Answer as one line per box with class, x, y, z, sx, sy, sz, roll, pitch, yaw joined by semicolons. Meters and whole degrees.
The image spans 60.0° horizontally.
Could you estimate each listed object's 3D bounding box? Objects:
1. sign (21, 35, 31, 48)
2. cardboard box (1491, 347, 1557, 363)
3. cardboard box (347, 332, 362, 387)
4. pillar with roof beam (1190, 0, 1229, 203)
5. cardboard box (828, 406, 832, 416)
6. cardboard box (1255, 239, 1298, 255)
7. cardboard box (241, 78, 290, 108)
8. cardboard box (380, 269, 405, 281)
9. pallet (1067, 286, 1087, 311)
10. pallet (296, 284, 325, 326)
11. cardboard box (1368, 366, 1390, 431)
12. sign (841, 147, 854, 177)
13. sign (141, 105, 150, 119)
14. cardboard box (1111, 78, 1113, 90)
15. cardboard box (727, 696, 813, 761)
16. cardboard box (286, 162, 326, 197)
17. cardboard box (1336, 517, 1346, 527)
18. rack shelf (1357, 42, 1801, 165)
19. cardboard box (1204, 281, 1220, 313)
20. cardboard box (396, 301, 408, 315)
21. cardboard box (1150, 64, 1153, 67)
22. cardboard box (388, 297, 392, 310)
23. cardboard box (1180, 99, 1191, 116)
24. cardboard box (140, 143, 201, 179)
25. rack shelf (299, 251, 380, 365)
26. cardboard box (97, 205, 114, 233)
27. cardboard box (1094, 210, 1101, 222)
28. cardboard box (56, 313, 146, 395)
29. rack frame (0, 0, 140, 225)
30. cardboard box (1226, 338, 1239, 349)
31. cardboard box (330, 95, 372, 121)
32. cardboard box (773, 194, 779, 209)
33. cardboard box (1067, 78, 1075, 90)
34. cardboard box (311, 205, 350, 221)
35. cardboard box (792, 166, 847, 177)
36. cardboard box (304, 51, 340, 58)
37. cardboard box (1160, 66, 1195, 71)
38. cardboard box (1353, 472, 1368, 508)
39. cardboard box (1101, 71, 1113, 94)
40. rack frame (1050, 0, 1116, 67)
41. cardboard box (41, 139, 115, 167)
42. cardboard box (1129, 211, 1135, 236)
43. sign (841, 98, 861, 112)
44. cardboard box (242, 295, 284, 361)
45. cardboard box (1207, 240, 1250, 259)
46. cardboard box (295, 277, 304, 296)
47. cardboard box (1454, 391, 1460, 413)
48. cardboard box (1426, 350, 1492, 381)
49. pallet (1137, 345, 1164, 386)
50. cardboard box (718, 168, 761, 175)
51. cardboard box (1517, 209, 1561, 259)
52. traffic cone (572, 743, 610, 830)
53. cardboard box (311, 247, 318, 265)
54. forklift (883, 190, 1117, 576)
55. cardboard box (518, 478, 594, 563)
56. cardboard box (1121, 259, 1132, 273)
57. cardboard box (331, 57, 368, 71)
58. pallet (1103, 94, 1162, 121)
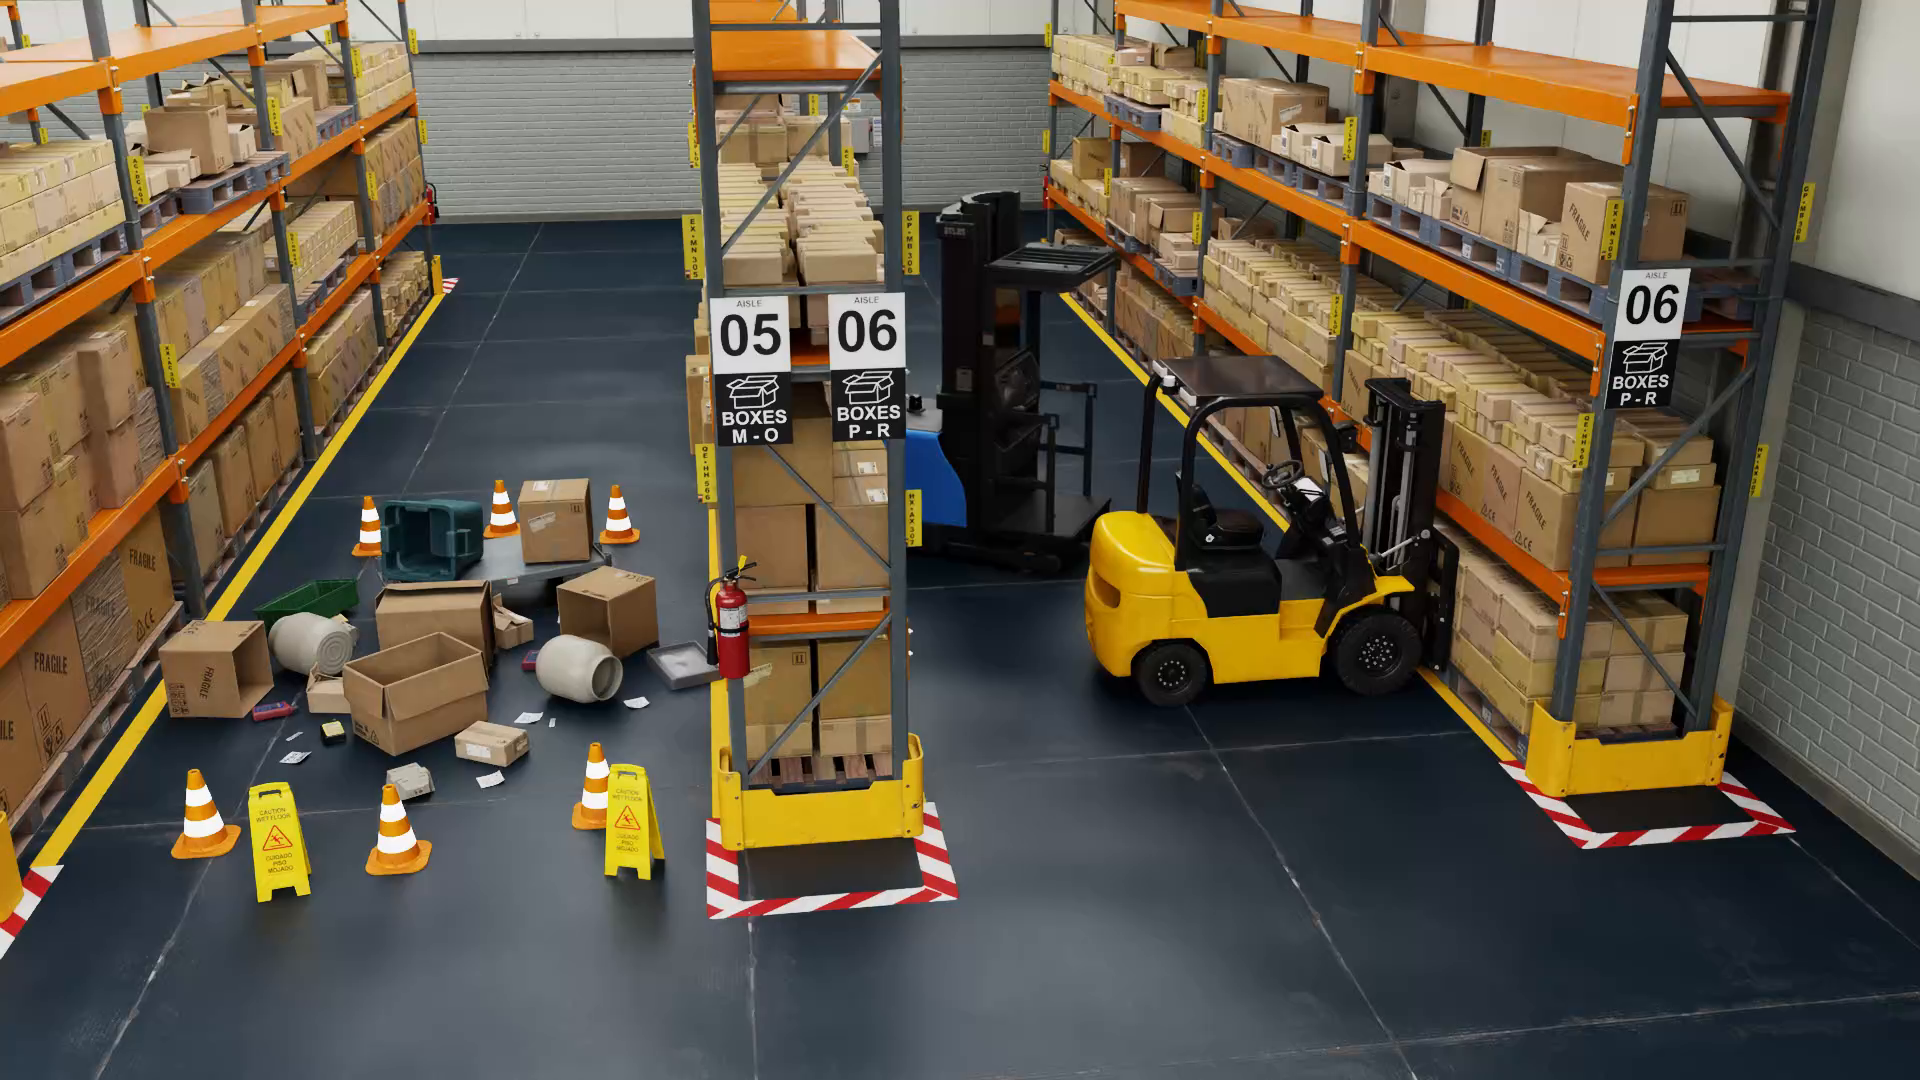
sign;-12.371;-6.531;22.049;0.100;0.325;0.005;-3;21;-8
cardboard box;4.035;-1.272;11.913;0.380;0.149;0.250;-3;21;-8
cardboard box;-6.911;-1.982;18.283;0.500;0.500;0.500;-3;21;-9
pillar with roof beam;-1.084;-6.972;20.095;9.100;9.000;0.400;-3;21;-8
cardboard box;-0.825;-0.581;10.990;0.500;0.500;0.500;-3;21;-9
cardboard box;3.208;-2.955;16.846;0.380;0.149;0.250;-2;21;-6
cardboard box;-6.694;-4.314;16.029;0.396;0.266;0.258;-3;21;-8
cardboard box;-7.521;-3.457;21.883;0.380;0.149;0.250;-4;21;-10
pallet;2.107;-3.447;23.217;1.003;0.211;1.213;-3;21;-8
pallet;-7.042;-2.322;16.495;1.213;0.211;1.003;-3;21;-8
cardboard box;3.435;-1.023;12.598;0.500;0.500;0.500;-3;21;-7
sign;-0.838;-2.748;12.334;0.100;0.325;0.005;-3;21;-8
sign;-7.371;-3.791;15.128;0.100;0.325;0.005;-3;21;-8
cardboard box;2.034;-5.499;20.056;0.380;0.149;0.250;-3;21;-7
cardboard box;-1.183;1.131;10.304;0.500;0.250;0.500;-3;21;-8
cardboard box;-7.746;-4.359;19.678;0.500;0.500;0.500;-4;21;-10
cardboard box;3.280;-0.046;13.457;0.500;0.250;0.500;-3;21;-7
rack shelf;3.826;-2.916;10.835;1.077;0.370;4.000;-3;21;-8
cardboard box;2.783;-2.471;16.833;0.500;0.250;0.500;-3;21;-8
cardboard box;-7.372;-3.006;21.527;0.380;0.149;0.250;-3;21;-9
cardboard box;2.595;-5.986;20.818;0.500;0.250;0.500;-3;21;-8
cardboard box;-7.378;-2.957;20.970;0.380;0.149;0.250;-4;21;-11
cardboard box;2.562;-4.606;17.693;0.380;0.149;0.250;-3;21;-8
cardboard box;-6.317;-3.030;13.278;0.396;0.266;0.258;-3;21;-8
rack shelf;-7.122;-2.526;17.795;1.077;0.370;4.000;-3;21;-8
cardboard box;-5.852;-2.120;11.007;0.380;0.149;0.250;-3;21;-7
cardboard box;1.968;-4.250;21.740;0.380;0.149;0.250;-2;21;-6
cardboard box;-6.238;-1.232;11.545;0.875;0.550;0.550;-3;21;-8
rack frame;-6.257;-3.596;11.057;1.000;3.000;0.127;-3;21;-8
cardboard box;3.178;-1.893;18.043;0.500;0.500;0.500;-2;21;-6
cardboard box;-7.216;-5.064;19.489;0.500;0.250;0.500;-2;21;-5
cardboard box;-1.497;-2.200;11.397;0.500;0.250;0.500;-3;21;-8
cardboard box;1.687;-6.281;22.893;0.380;0.149;0.250;-3;21;-8
cardboard box;-7.120;-3.691;18.795;0.380;0.149;0.250;-4;21;-9
cardboard box;-0.998;-2.547;11.754;0.380;0.149;0.250;-3;21;-9
cardboard box;-7.971;-6.034;20.800;0.380;0.149;0.250;-2;21;-6
cardboard box;2.602;-5.577;19.838;0.380;0.149;0.250;-3;21;-7
cardboard box;3.361;-0.338;12.809;0.500;0.250;0.500;-3;21;-8
cardboard box;2.067;-5.721;20.822;0.500;0.250;0.500;-3;21;-8
rack frame;1.808;-8.287;23.617;1.000;3.000;0.127;-3;21;-8
cardboard box;-5.889;-2.580;11.100;0.380;0.149;0.250;-3;21;-8
cardboard box;2.205;-3.725;19.569;0.396;0.266;0.258;-2;21;-5
sign;-1.924;-7.688;29.406;0.339;0.242;0.001;-3;21;-8
cardboard box;-6.433;-1.902;14.954;0.500;0.500;0.500;-3;21;-8
cardboard box;2.716;-2.932;16.785;0.380;0.149;0.250;-2;21;-6
cardboard box;-6.737;-2.508;16.476;0.380;0.149;0.250;-2;21;-5
cardboard box;3.631;-0.928;11.417;0.380;0.149;0.250;-3;21;-8
cardboard box;3.554;-1.245;11.841;0.380;0.149;0.250;-3;21;-8
pallet;2.718;-2.082;19.565;1.003;0.211;1.213;-3;21;-8
cardboard box;-1.585;-2.517;11.676;0.380;0.149;0.250;-2;21;-6
cardboard box;3.658;-1.882;10.205;0.396;0.266;0.258;-3;21;-8
traffic cone;-2.135;1.419;9.829;0.336;0.463;0.334;-3;21;-8
cardboard box;-6.859;-2.926;17.172;0.380;0.149;0.250;-3;21;-8
forklift;0.659;-1.293;13.564;3.031;2.935;1.130;8;22;20
cardboard box;-3.131;-0.154;12.906;0.500;0.500;0.500;-3;21;-8
cardboard box;2.233;-3.426;20.797;0.380;0.149;0.250;-3;21;-9
cardboard box;-7.304;-5.697;19.899;0.380;0.149;0.250;-4;21;-9
pallet;2.409;-5.180;19.853;1.213;0.211;1.003;-3;21;-8
